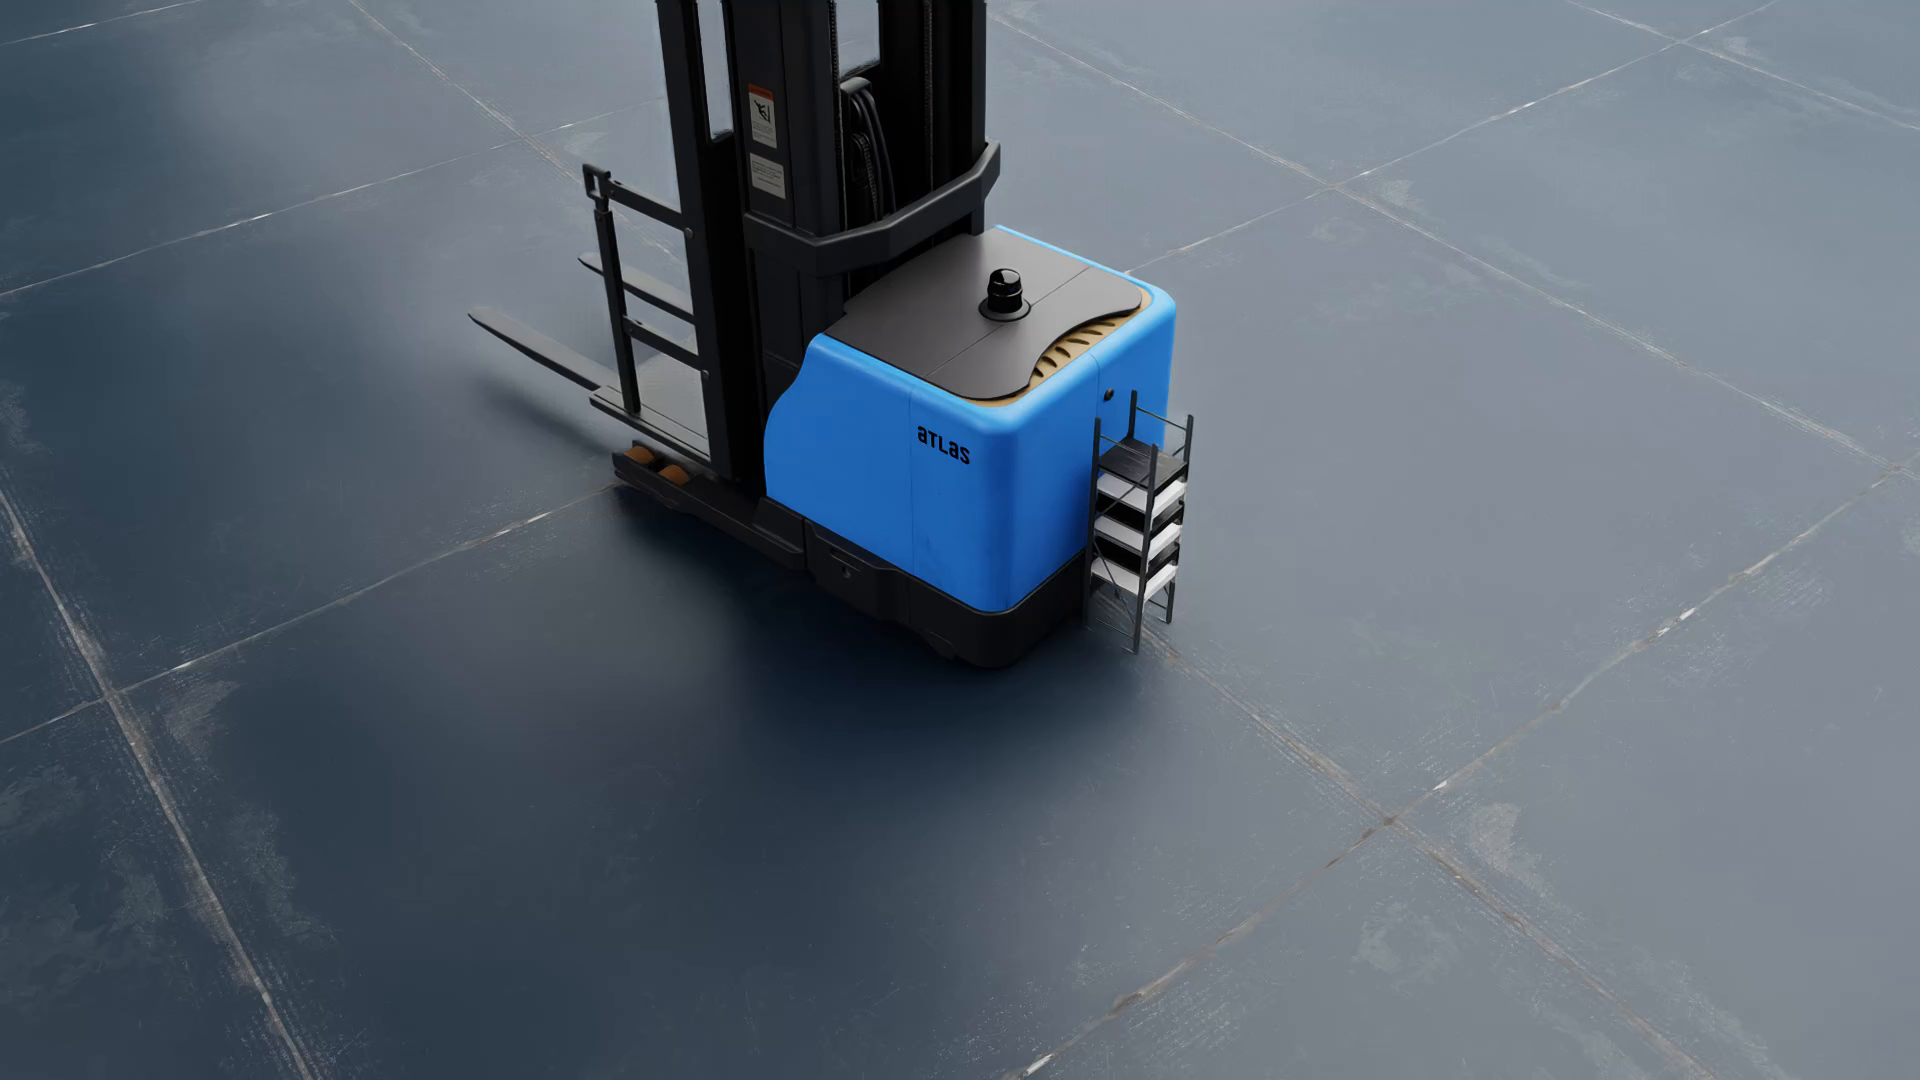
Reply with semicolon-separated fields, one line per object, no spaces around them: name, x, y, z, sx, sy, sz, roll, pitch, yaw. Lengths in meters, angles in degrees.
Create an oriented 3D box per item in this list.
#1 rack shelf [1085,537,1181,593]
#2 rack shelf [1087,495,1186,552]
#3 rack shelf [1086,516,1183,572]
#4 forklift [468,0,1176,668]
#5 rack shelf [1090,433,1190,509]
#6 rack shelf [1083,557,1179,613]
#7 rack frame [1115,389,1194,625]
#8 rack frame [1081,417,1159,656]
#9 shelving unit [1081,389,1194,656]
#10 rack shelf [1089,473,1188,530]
rack shelf;0.589;0.050;5.674;0.258;0.077;0.200;28;47;29
rack shelf;0.589;-0.089;5.559;0.258;0.077;0.200;28;47;29
rack shelf;0.589;-0.020;5.617;0.258;0.077;0.200;28;47;29
forklift;-0.717;-1.484;5.748;3.031;2.935;1.130;28;47;29
rack shelf;0.590;-0.228;5.445;0.258;0.077;0.200;28;47;29
rack shelf;0.589;0.119;5.731;0.258;0.077;0.200;28;47;29
rack frame;0.654;-0.095;5.656;0.240;0.900;0.006;28;47;29
rack frame;0.525;0.004;5.535;0.240;0.900;0.006;28;47;29
shelving unit;0.589;-0.046;5.595;0.258;0.900;0.210;28;47;29
rack shelf;0.589;-0.159;5.502;0.258;0.077;0.200;28;47;29
